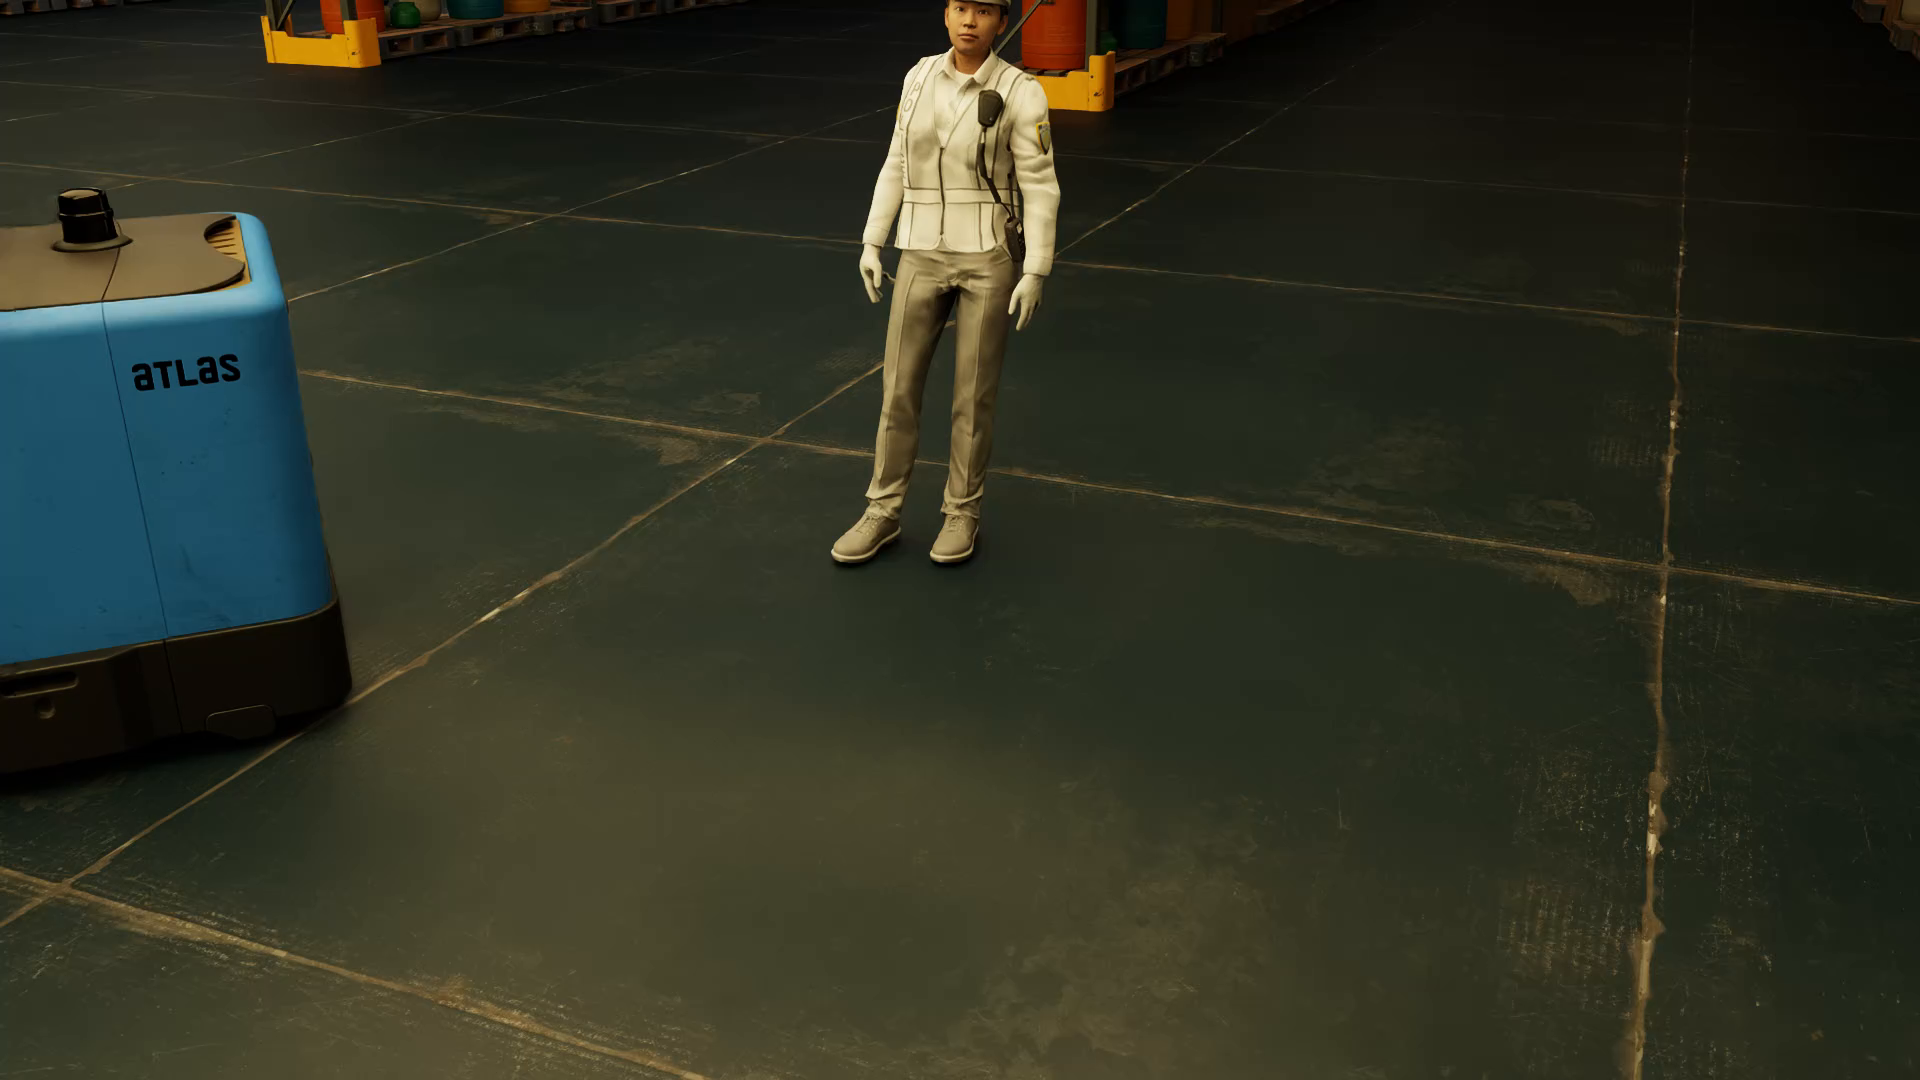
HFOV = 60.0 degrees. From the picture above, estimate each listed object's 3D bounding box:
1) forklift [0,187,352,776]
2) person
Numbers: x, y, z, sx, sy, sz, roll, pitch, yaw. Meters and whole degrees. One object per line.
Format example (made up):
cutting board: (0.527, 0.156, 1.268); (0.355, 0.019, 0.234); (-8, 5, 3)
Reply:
forklift: (-3.040, -0.845, 3.314); (3.031, 2.935, 1.130); (-10, 25, -22)
person: (-0.031, -0.766, 4.709); (0.588, 1.696, 0.533); (9, 24, 21)
